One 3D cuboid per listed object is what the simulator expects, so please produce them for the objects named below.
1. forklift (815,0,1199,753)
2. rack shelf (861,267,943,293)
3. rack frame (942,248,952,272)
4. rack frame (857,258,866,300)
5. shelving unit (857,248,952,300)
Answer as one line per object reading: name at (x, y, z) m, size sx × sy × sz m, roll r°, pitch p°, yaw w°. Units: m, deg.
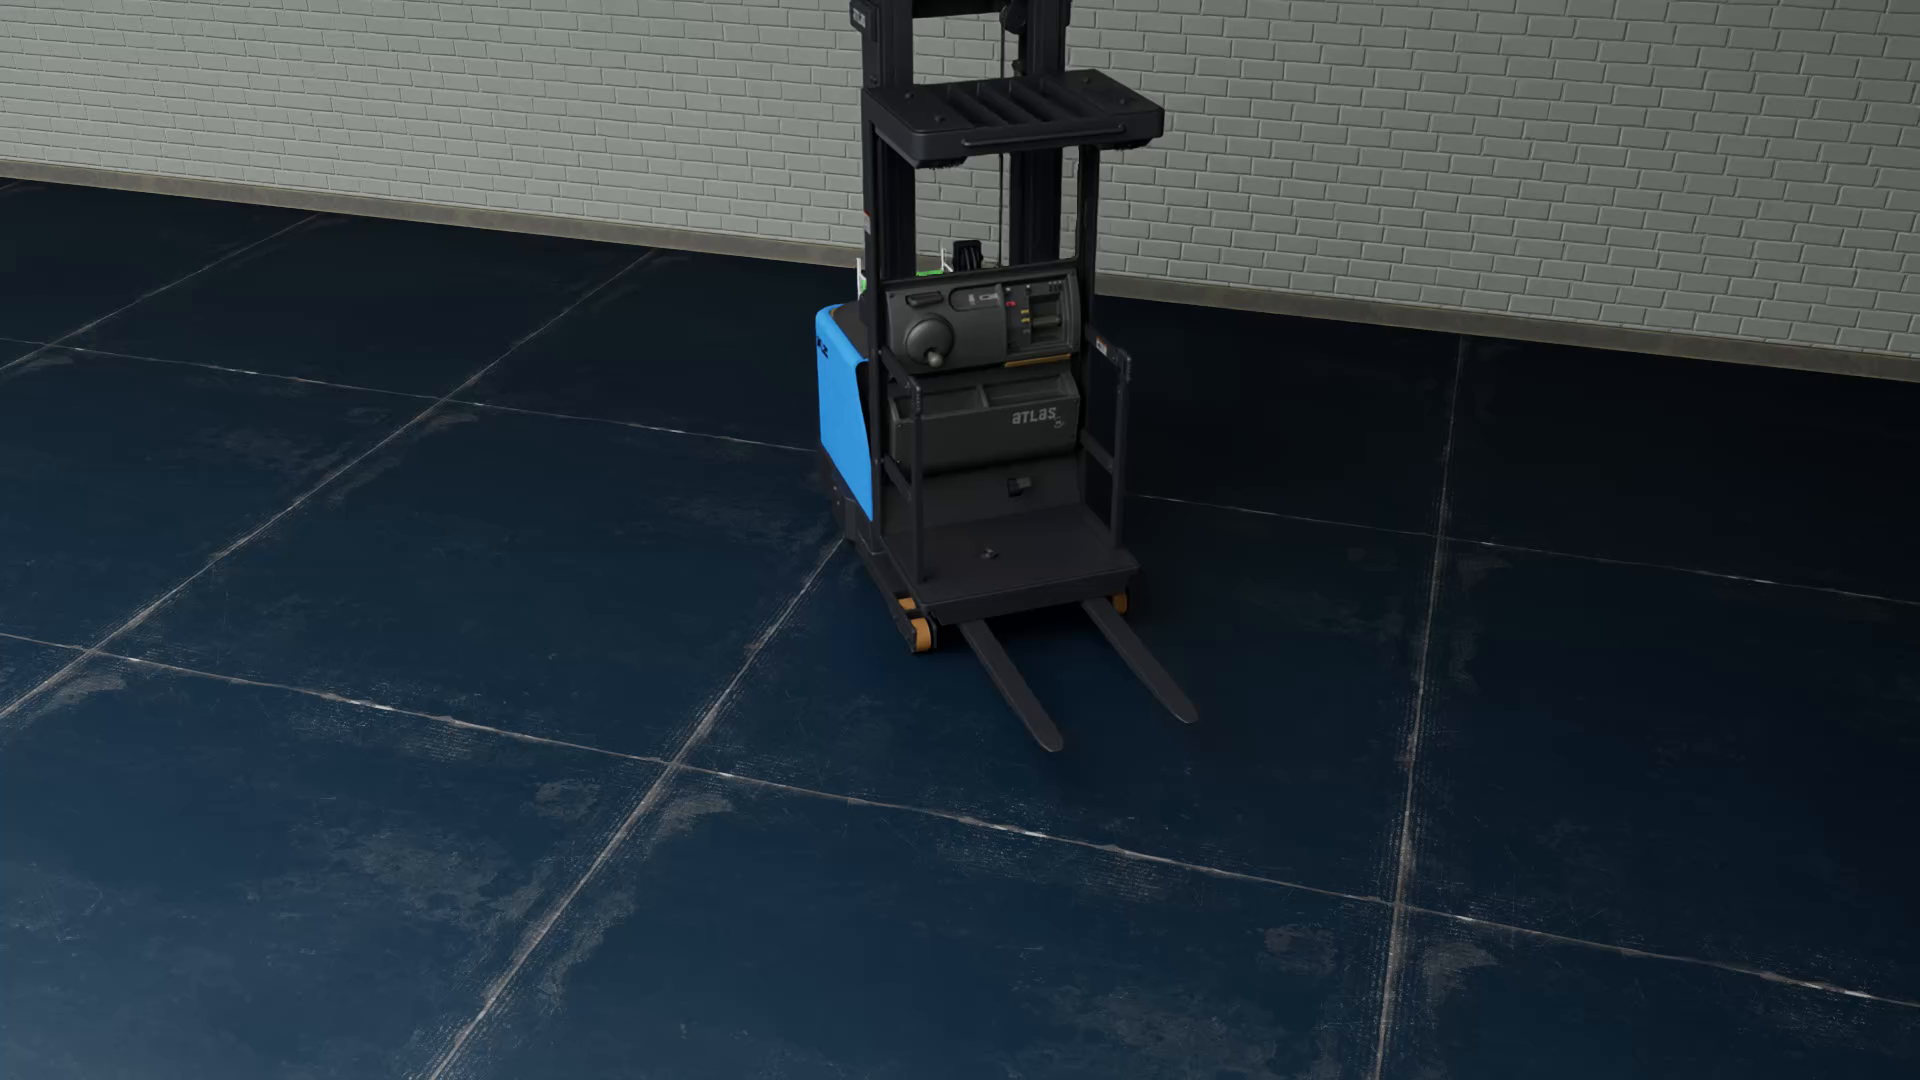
forklift at (0.187, -0.975, 7.488) m, size 1.130 × 2.935 × 3.031 m, roll -10°, pitch 30°, yaw -17°
rack shelf at (-0.283, -1.357, 9.100) m, size 0.480 × 0.148 × 0.258 m, roll -10°, pitch 31°, yaw -17°
rack frame at (-0.053, -1.034, 9.374) m, size 0.015 × 1.200 × 0.240 m, roll -10°, pitch 31°, yaw -17°
rack frame at (-0.512, -0.953, 9.229) m, size 0.015 × 1.200 × 0.240 m, roll -10°, pitch 31°, yaw -17°
shelving unit at (-0.283, -0.994, 9.302) m, size 0.503 × 1.200 × 0.258 m, roll -10°, pitch 31°, yaw -17°
